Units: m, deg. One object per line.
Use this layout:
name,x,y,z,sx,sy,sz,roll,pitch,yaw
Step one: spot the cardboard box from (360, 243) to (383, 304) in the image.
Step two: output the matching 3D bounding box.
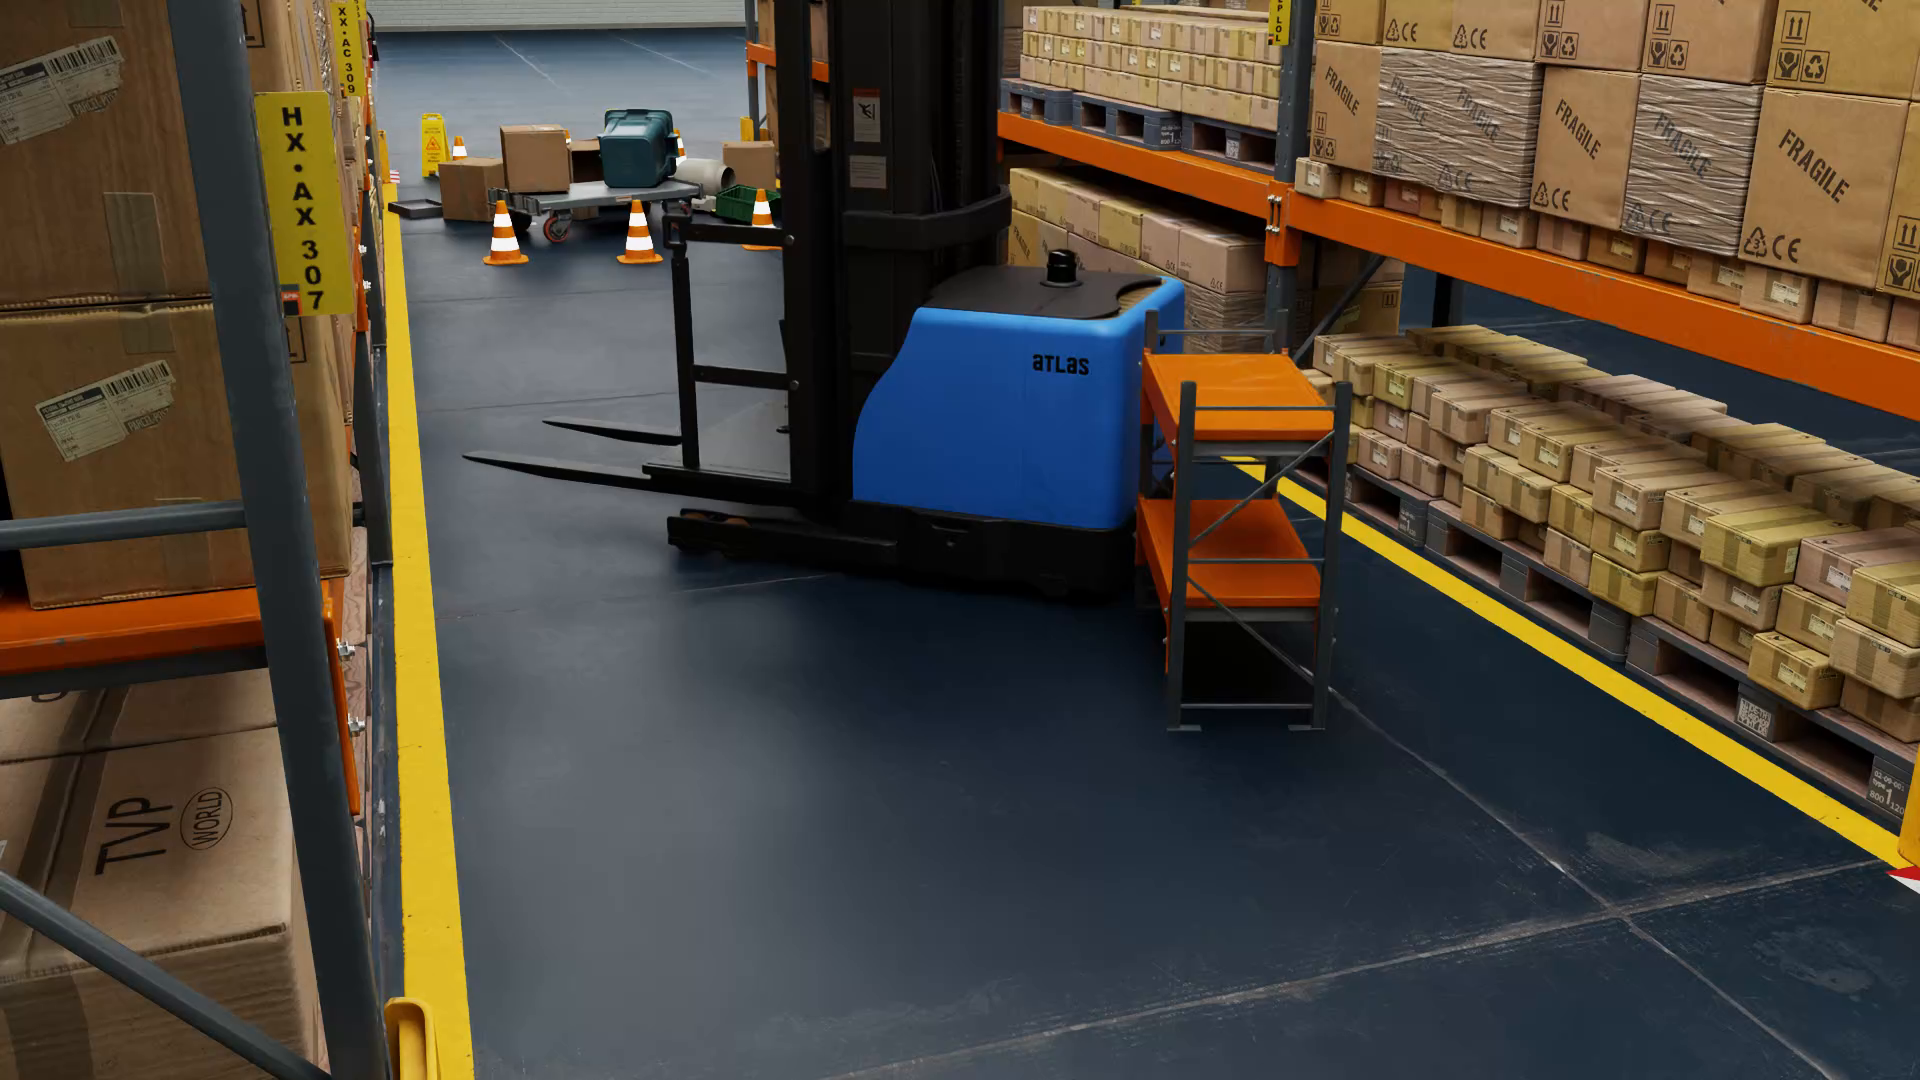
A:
cardboard box,-4.177,-1.702,10.483,0.950,0.372,0.625,-8,21,-21

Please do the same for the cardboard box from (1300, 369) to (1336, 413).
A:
cardboard box,1.726,-0.679,7.524,0.380,0.149,0.250,-5,20,-15

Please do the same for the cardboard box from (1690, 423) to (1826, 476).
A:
cardboard box,2.899,-0.310,6.058,0.380,0.149,0.250,-6,21,-16

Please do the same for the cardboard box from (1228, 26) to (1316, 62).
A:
cardboard box,1.519,-2.387,7.994,0.380,0.149,0.250,-7,21,-19

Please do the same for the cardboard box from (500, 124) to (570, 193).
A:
cardboard box,-3.586,-3.221,14.023,0.500,0.500,0.500,-6,21,-17

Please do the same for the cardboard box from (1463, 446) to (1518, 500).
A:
cardboard box,2.167,-0.267,6.379,0.380,0.149,0.250,-7,21,-18

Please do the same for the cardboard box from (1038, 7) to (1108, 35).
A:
cardboard box,0.707,-3.221,10.318,0.380,0.149,0.250,-7,21,-19

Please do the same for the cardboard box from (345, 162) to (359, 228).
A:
cardboard box,-2.639,-1.373,6.524,0.500,0.250,0.500,-7,21,-18

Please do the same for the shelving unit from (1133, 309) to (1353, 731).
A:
shelving unit,0.901,-0.105,5.544,0.538,1.125,1.048,0,20,0

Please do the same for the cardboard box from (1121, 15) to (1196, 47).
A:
cardboard box,1.109,-2.805,9.159,0.380,0.149,0.250,-7,21,-18

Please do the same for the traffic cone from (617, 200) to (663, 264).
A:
traffic cone,-2.507,-2.412,12.947,0.336,0.463,0.334,-6,21,-17

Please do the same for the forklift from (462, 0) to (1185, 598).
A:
forklift,-0.653,-1.459,6.643,3.031,2.935,1.130,7,21,20

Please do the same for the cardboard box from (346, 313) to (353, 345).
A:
cardboard box,-1.874,-0.706,4.297,0.500,0.500,0.500,-6,21,-15

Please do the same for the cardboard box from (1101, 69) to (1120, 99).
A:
cardboard box,1.026,-2.606,9.484,0.380,0.149,0.250,-6,21,-16

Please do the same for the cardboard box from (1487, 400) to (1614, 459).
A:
cardboard box,2.254,-0.415,6.352,0.380,0.149,0.250,-7,21,-19

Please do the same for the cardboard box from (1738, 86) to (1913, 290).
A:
cardboard box,2.631,-1.019,4.729,0.500,0.500,0.500,-7,21,-18

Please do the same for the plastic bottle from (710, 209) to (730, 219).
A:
plastic bottle,-2.118,-2.946,15.027,0.283,0.061,0.133,17,26,39

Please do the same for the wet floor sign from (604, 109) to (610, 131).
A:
wet floor sign,-3.745,-4.375,18.142,0.267,0.644,0.232,-10,22,-27

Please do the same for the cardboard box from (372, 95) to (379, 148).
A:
cardboard box,-5.857,-3.986,15.912,0.500,0.500,0.500,-6,21,-15

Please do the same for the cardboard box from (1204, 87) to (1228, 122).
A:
cardboard box,1.444,-2.182,8.305,0.380,0.149,0.250,-6,21,-17

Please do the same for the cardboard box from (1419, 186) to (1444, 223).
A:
cardboard box,2.059,-1.346,6.599,0.380,0.149,0.250,-7,21,-20

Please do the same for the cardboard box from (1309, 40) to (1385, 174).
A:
cardboard box,1.832,-1.834,6.998,0.500,0.500,0.500,-7,21,-18

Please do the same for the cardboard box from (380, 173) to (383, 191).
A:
cardboard box,-5.374,-3.134,14.650,0.500,0.250,0.500,-5,20,-14

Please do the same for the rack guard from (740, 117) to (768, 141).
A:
rack guard,-1.863,-4.515,18.748,1.175,0.500,0.348,-6,21,-17

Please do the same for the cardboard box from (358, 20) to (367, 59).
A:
cardboard box,-5.140,-4.200,13.584,0.500,0.500,0.500,-6,21,-17

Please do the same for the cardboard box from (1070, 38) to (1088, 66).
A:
cardboard box,0.874,-2.907,9.882,0.380,0.149,0.250,-6,21,-17

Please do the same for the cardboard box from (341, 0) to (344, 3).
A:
cardboard box,-3.279,-2.614,8.129,0.500,0.500,0.500,-6,21,-17

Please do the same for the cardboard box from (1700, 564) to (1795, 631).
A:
cardboard box,2.571,0.149,5.220,0.380,0.149,0.250,-7,21,-19

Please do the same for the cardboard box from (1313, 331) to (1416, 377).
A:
cardboard box,1.828,-0.836,7.524,0.380,0.149,0.250,-6,20,-15

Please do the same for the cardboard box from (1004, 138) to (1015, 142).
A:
cardboard box,0.275,-2.741,12.816,1.050,0.750,0.750,-6,21,-16

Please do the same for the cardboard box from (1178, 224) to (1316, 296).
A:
cardboard box,1.442,-1.419,8.398,0.500,0.250,0.500,-7,21,-19

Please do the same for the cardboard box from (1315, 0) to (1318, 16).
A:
cardboard box,3.935,-5.397,16.917,0.875,0.500,0.500,-6,21,-17

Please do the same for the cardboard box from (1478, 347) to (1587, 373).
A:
cardboard box,2.478,-0.726,7.215,0.380,0.149,0.250,-7,21,-18

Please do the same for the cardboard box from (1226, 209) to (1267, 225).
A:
cardboard box,1.765,-1.643,9.021,0.500,0.250,0.500,-6,21,-16

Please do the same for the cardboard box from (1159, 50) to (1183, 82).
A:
cardboard box,1.274,-2.494,8.734,0.380,0.149,0.250,-8,21,-20

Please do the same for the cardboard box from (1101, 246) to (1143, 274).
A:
cardboard box,1.126,-1.395,9.439,0.500,0.500,0.500,-7,21,-18

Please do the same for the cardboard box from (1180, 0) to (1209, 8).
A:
cardboard box,3.031,-6.186,19.114,0.875,0.500,0.500,-6,21,-17

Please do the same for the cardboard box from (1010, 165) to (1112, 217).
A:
cardboard box,0.646,-2.244,10.693,0.500,0.250,0.500,-7,21,-20

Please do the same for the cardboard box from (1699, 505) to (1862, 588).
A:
cardboard box,2.540,0.015,5.152,0.380,0.149,0.250,-7,21,-18

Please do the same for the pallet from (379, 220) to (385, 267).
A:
pallet,-5.020,-2.280,12.952,1.003,0.211,1.213,-6,21,-17

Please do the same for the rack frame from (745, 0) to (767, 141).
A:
rack frame,-1.856,-5.684,18.304,1.000,3.000,0.127,-6,21,-17

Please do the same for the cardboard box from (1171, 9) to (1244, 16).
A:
cardboard box,1.494,-3.117,10.028,0.380,0.149,0.250,-6,21,-16

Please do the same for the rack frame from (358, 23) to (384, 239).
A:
rack frame,-5.266,-3.842,13.175,1.000,3.000,0.127,-6,21,-17

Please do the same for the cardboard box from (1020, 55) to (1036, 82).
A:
cardboard box,0.608,-3.031,10.668,0.380,0.149,0.250,-7,21,-18

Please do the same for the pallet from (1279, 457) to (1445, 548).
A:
pallet,2.161,-0.309,7.464,1.003,0.211,1.213,-6,21,-17

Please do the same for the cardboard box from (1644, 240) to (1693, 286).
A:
cardboard box,2.481,-0.928,5.436,0.380,0.149,0.250,-7,21,-19

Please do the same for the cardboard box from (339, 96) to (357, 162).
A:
cardboard box,-2.622,-1.610,6.445,0.500,0.250,0.500,-7,21,-19

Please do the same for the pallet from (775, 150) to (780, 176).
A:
pallet,-1.530,-4.123,18.084,1.003,0.211,1.213,-6,21,-17

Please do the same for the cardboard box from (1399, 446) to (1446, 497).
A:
cardboard box,2.064,-0.302,6.917,0.380,0.149,0.250,-7,21,-18

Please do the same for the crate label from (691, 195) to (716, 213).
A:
crate label,-2.330,-3.097,15.337,0.250,0.136,0.298,12,23,30

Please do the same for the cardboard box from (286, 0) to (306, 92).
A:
cardboard box,-1.544,-0.858,3.241,0.500,0.500,0.500,-7,21,-19

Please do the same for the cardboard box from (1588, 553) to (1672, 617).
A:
cardboard box,2.402,0.129,5.716,0.380,0.149,0.250,-7,21,-20

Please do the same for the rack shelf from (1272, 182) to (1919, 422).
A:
rack shelf,2.545,-0.853,5.917,1.077,0.370,4.000,-6,21,-17

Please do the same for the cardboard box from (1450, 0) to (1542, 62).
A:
cardboard box,2.133,-1.990,5.953,0.500,0.500,0.500,-6,21,-16

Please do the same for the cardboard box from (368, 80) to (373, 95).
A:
cardboard box,-5.769,-4.266,15.734,0.380,0.149,0.250,-6,21,-16

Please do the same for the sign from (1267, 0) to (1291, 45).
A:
sign,1.390,-2.318,7.219,0.100,0.325,0.005,-6,21,-17

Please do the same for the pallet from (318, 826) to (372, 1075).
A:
pallet,-1.820,1.073,3.617,1.003,0.211,1.213,-6,21,-17
